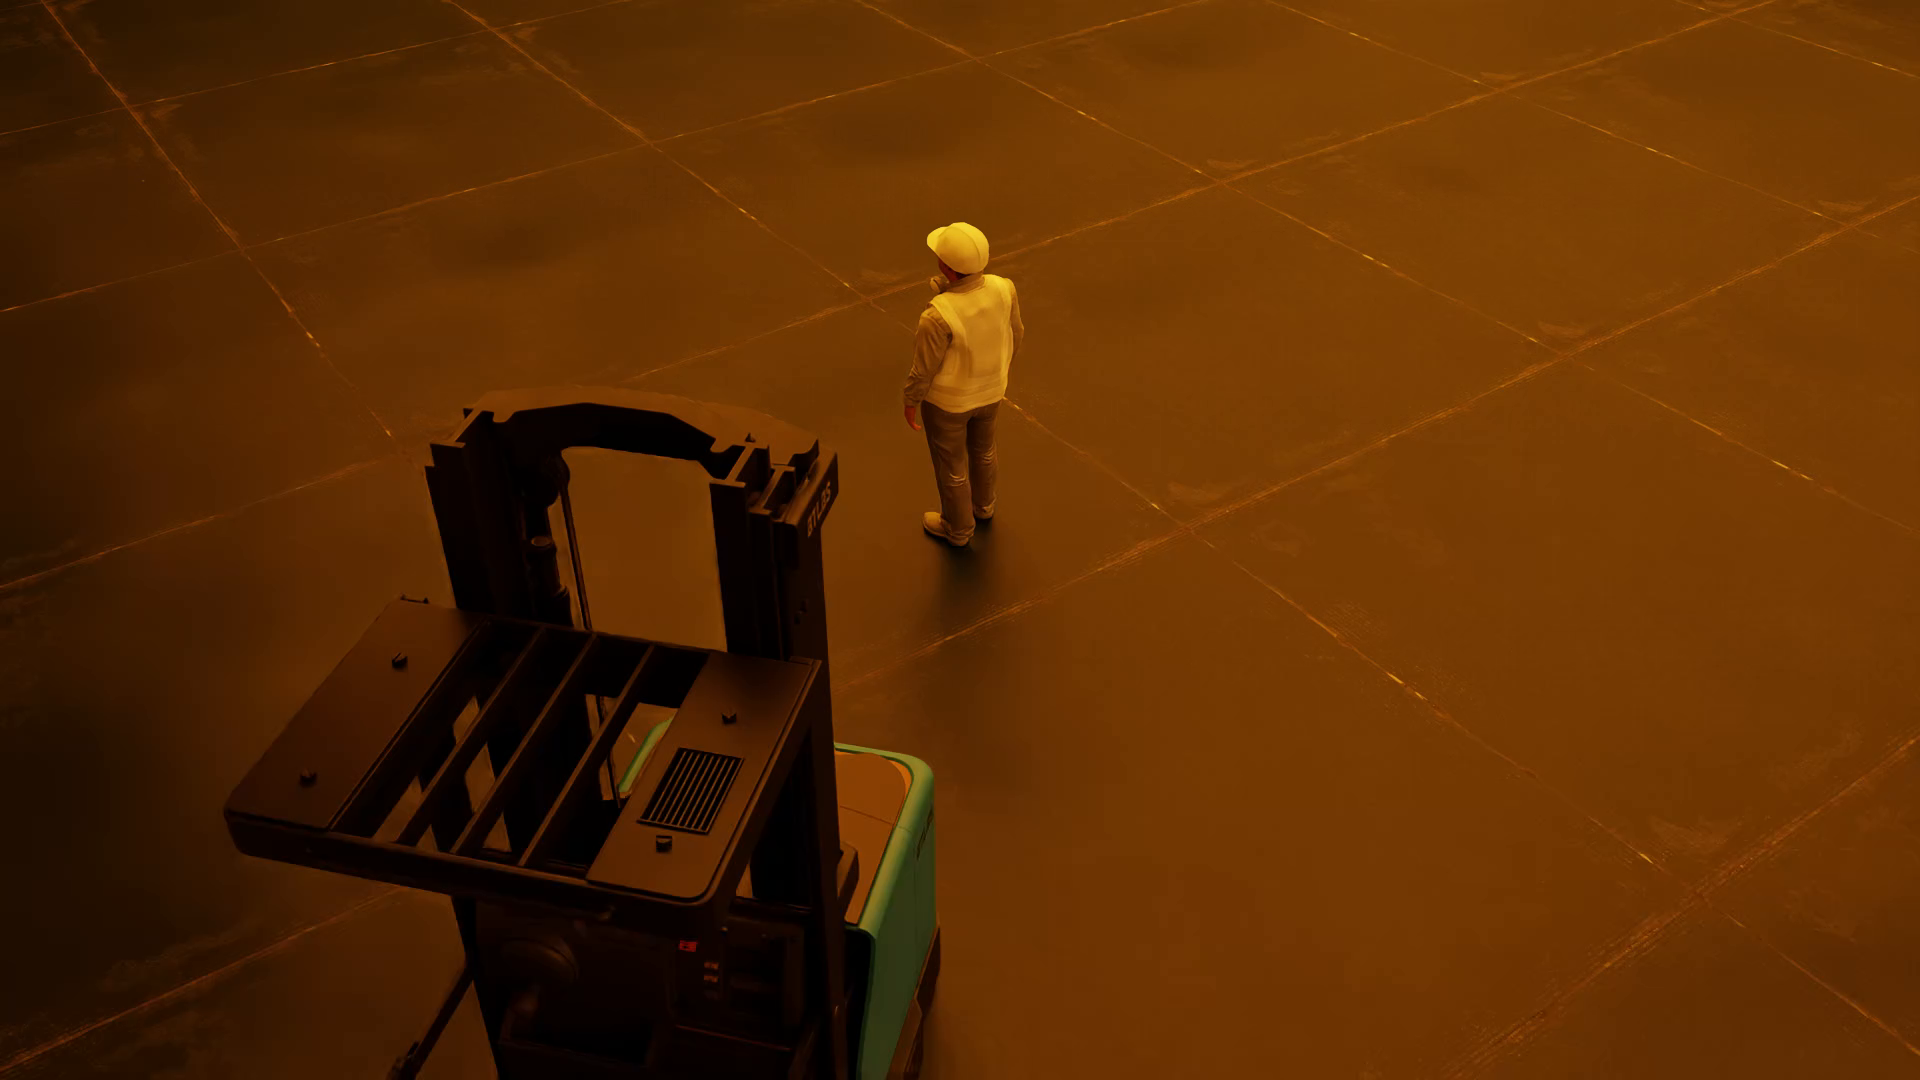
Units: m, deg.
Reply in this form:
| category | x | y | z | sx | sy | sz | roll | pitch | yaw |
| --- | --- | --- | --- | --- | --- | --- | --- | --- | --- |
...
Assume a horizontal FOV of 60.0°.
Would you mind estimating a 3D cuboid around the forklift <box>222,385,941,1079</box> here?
| category | x | y | z | sx | sy | sz | roll | pitch | yaw |
| --- | --- | --- | --- | --- | --- | --- | --- | --- | --- |
| forklift | -0.916 | 1.205 | 4.315 | 1.130 | 2.935 | 3.031 | 8 | 37 | 11 |

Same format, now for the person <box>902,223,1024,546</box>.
| category | x | y | z | sx | sy | sz | roll | pitch | yaw |
| --- | --- | --- | --- | --- | --- | --- | --- | --- | --- |
| person | -0.029 | -0.752 | 7.923 | 0.632 | 1.773 | 0.568 | -23 | 42 | -28 |
